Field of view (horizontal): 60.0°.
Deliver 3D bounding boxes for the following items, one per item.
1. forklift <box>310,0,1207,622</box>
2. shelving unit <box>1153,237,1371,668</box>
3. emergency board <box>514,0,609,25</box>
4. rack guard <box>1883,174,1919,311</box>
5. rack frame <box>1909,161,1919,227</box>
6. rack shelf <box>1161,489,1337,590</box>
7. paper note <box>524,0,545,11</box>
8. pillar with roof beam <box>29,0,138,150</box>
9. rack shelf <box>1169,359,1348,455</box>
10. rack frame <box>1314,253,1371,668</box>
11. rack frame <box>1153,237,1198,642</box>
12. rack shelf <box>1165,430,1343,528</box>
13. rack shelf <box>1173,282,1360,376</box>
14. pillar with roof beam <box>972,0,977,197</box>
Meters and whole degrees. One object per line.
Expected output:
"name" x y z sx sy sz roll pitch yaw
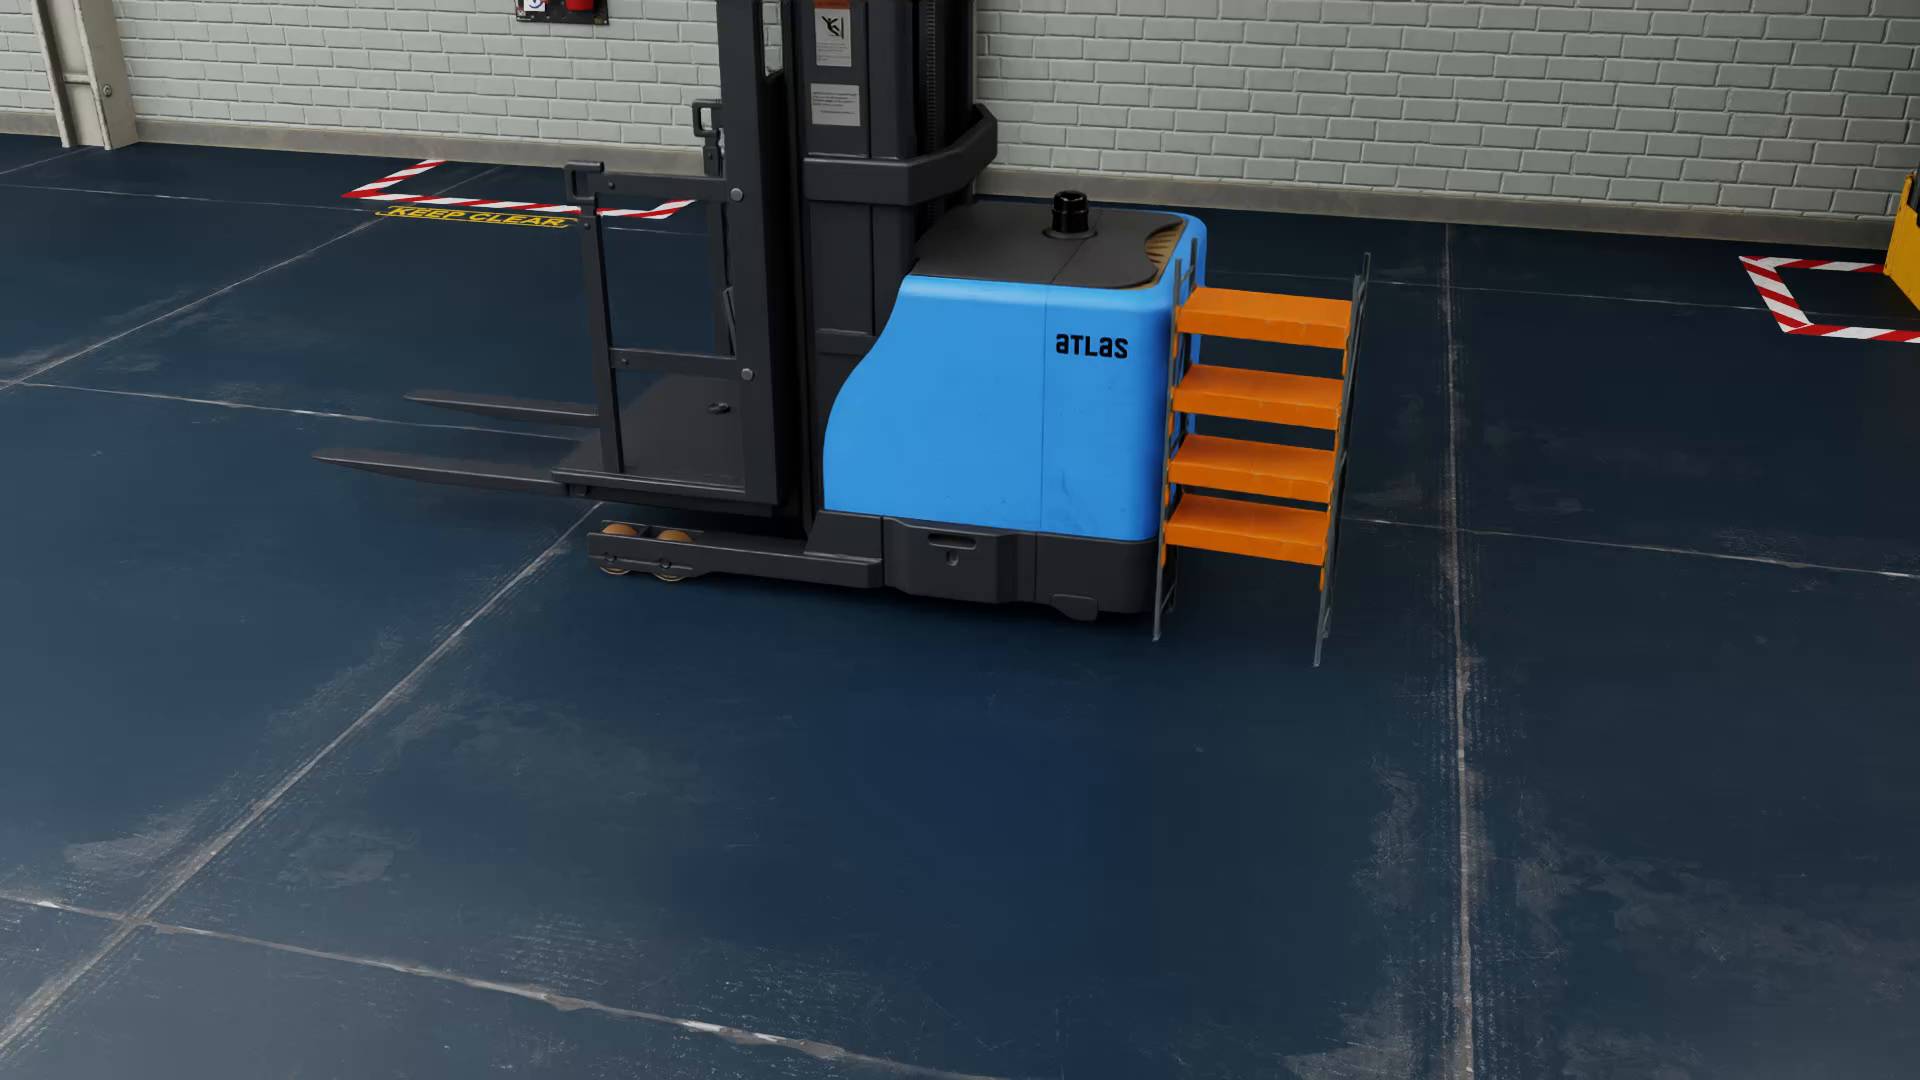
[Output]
"forklift" -0.741 -1.399 5.278 3.031 2.935 1.130 6 26 13
"shelving unit" 0.869 -0.246 4.870 0.503 1.200 0.258 8 27 17
"emergency board" -2.512 -3.736 10.109 0.643 1.169 0.194 6 26 13
"rack guard" 4.863 -1.392 8.092 0.348 0.500 1.175 6 26 13
"rack frame" 4.790 -2.528 7.571 0.127 3.000 1.000 6 26 13
"rack shelf" 0.869 -0.006 4.985 0.480 0.148 0.258 8 27 17
"paper note" -2.666 -3.386 10.398 0.142 0.148 0.016 6 26 13
"pillar with roof beam" -7.011 -5.015 5.815 0.400 9.000 9.100 6 26 13
"rack shelf" 0.869 -0.387 4.803 0.480 0.148 0.258 8 27 17
"rack frame" 1.100 -0.211 4.798 0.015 1.200 0.240 8 27 17
"rack frame" 0.639 -0.280 4.942 0.015 1.200 0.240 8 27 17
"rack shelf" 0.869 -0.185 4.899 0.480 0.148 0.258 8 27 17
"rack shelf" 0.869 -0.601 4.701 0.480 0.148 0.258 8 27 17
"pillar with roof beam" -1.200 -4.372 4.465 0.400 9.000 9.100 6 26 13
